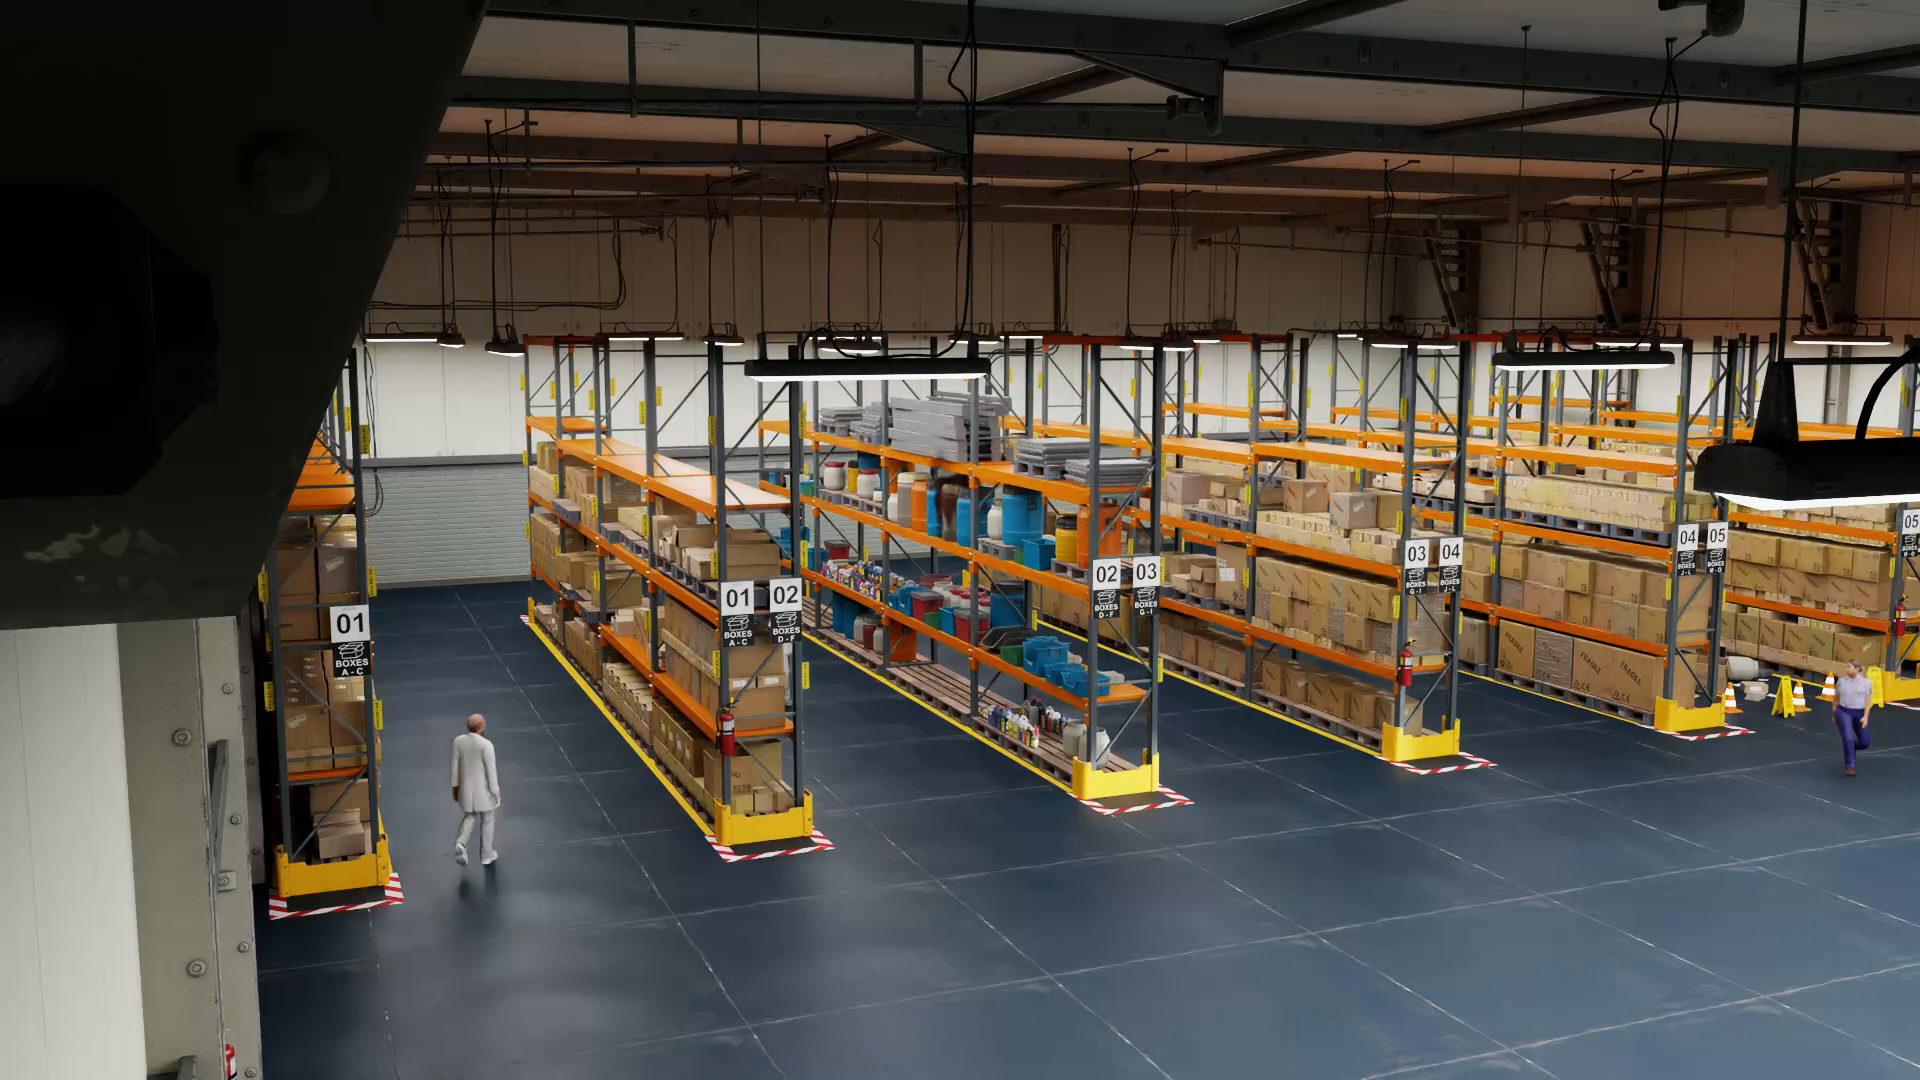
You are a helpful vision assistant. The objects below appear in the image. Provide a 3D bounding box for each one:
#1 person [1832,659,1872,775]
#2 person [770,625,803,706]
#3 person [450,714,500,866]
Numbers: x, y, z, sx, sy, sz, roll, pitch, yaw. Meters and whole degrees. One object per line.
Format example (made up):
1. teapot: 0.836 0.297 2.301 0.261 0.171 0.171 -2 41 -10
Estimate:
1. person: 12.529 2.460 23.347 0.452 1.563 0.783 2 8 16
2. person: -2.909 1.864 27.486 0.569 1.610 0.901 -5 9 -33
3. person: -5.629 2.897 19.244 0.631 1.773 0.667 1 8 10
